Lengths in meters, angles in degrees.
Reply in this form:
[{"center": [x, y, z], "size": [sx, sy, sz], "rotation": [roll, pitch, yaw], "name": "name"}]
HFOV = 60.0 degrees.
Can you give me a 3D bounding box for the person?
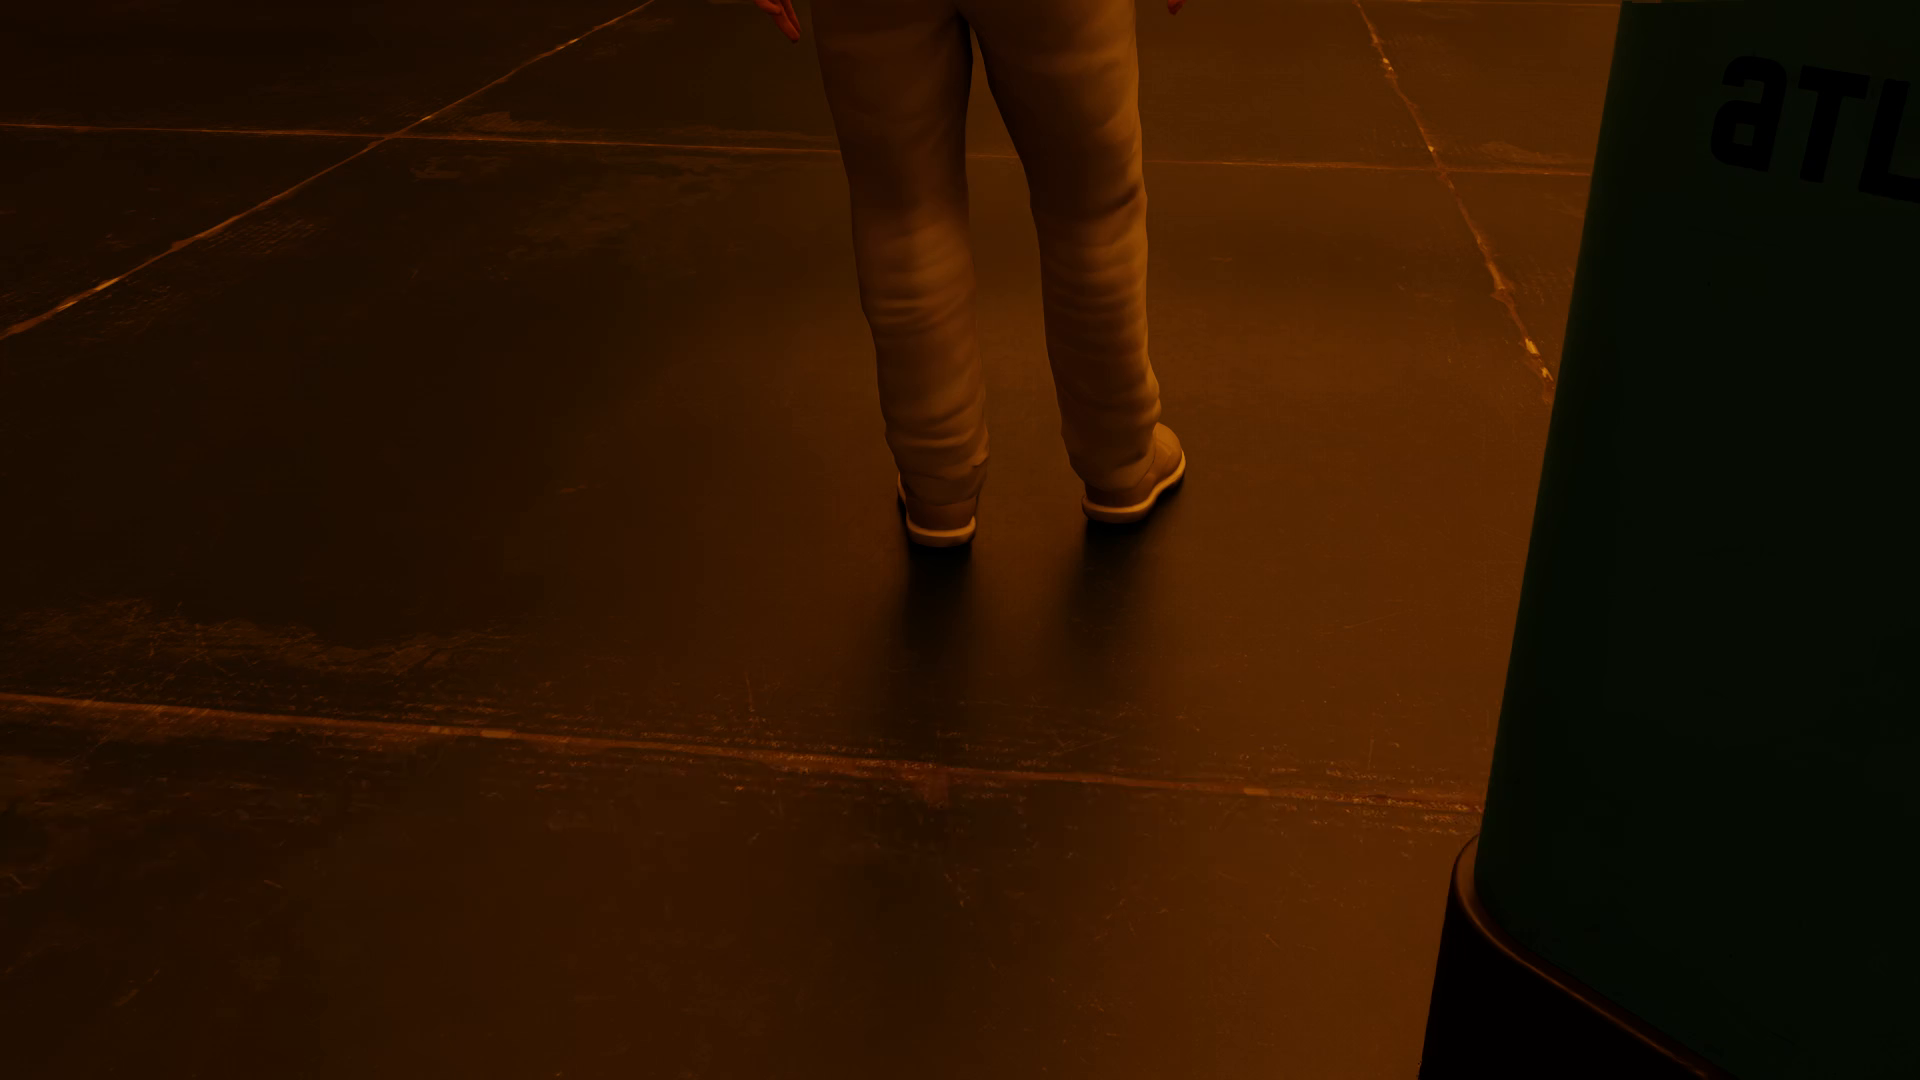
[{"center": [0.022, -0.837, 2.167], "size": [0.640, 1.780, 0.575], "rotation": [3, 27, 7], "name": "person"}]
